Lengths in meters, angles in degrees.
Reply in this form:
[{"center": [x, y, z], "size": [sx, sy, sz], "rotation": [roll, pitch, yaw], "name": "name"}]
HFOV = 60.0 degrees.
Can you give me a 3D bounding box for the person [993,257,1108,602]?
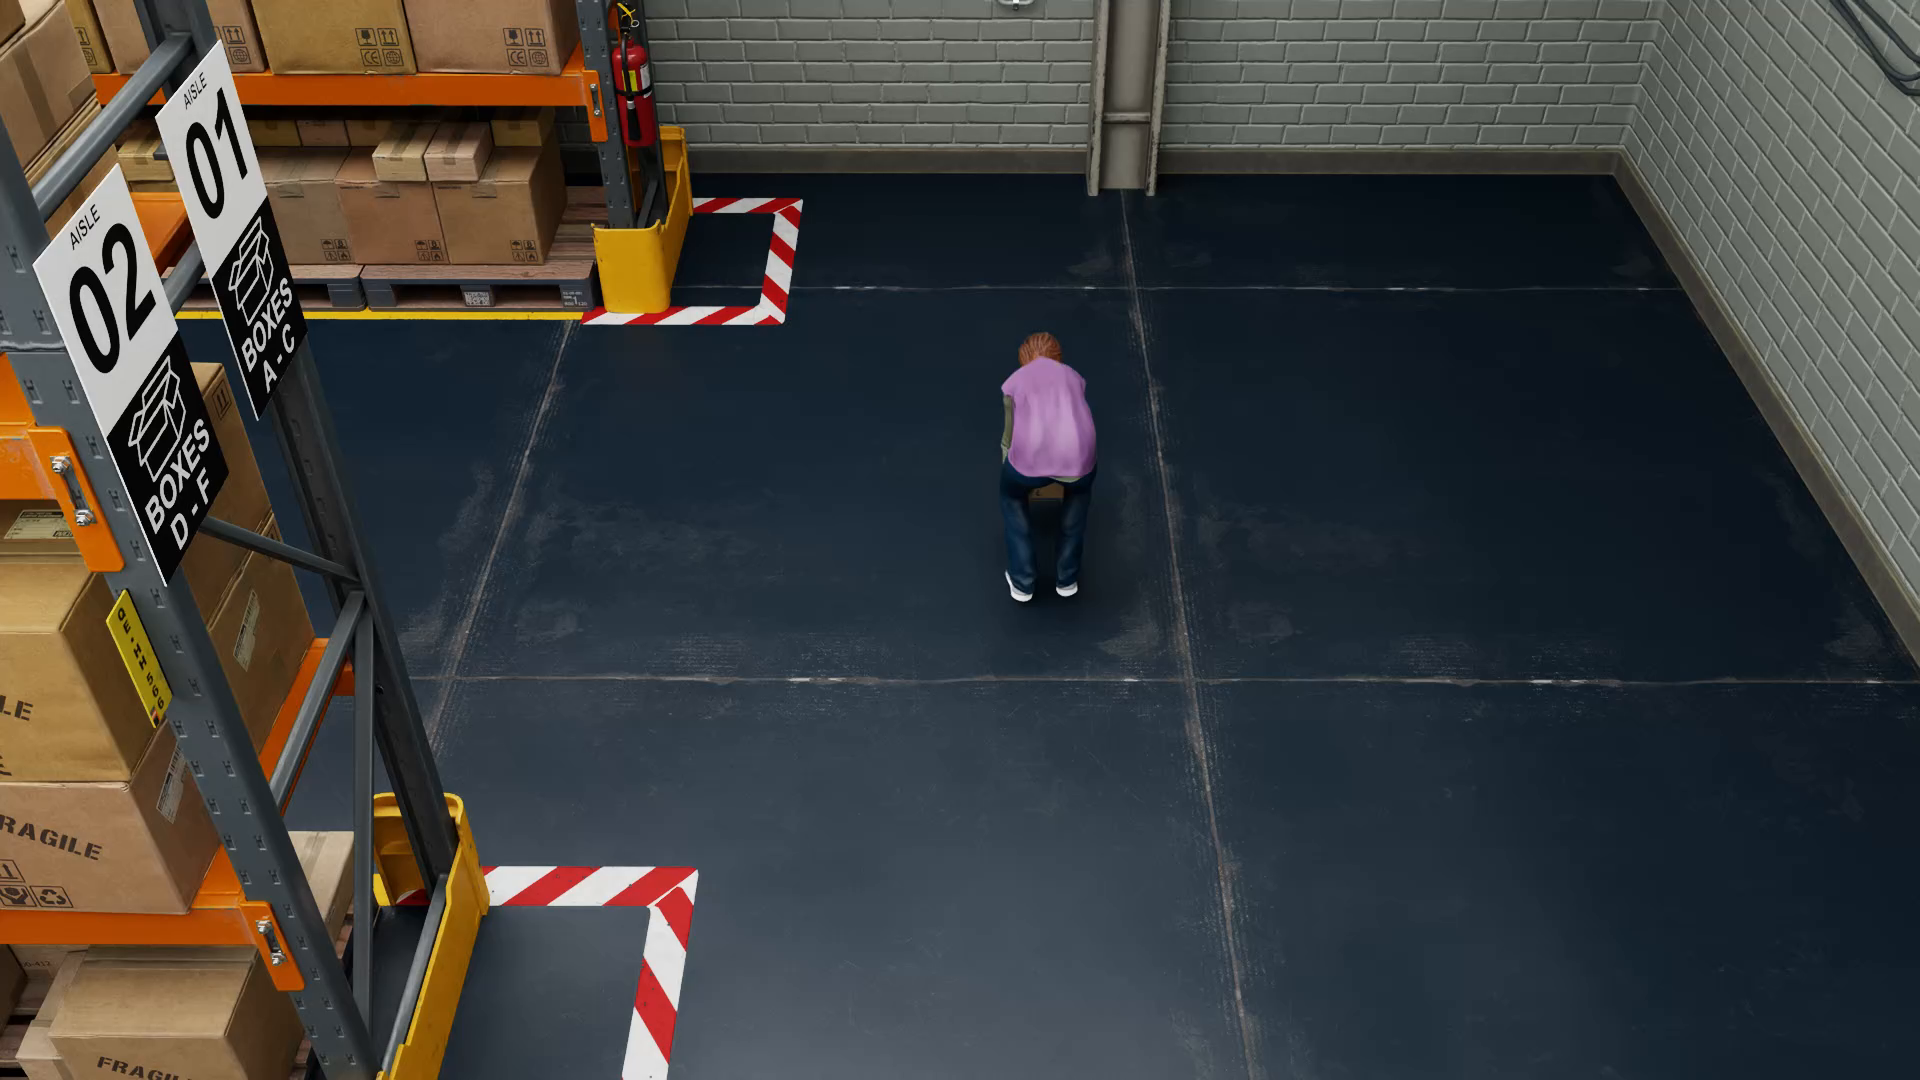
[{"center": [0.353, -0.398, 6.633], "size": [0.452, 1.598, 0.338], "rotation": [-1, 40, -1], "name": "person"}]
